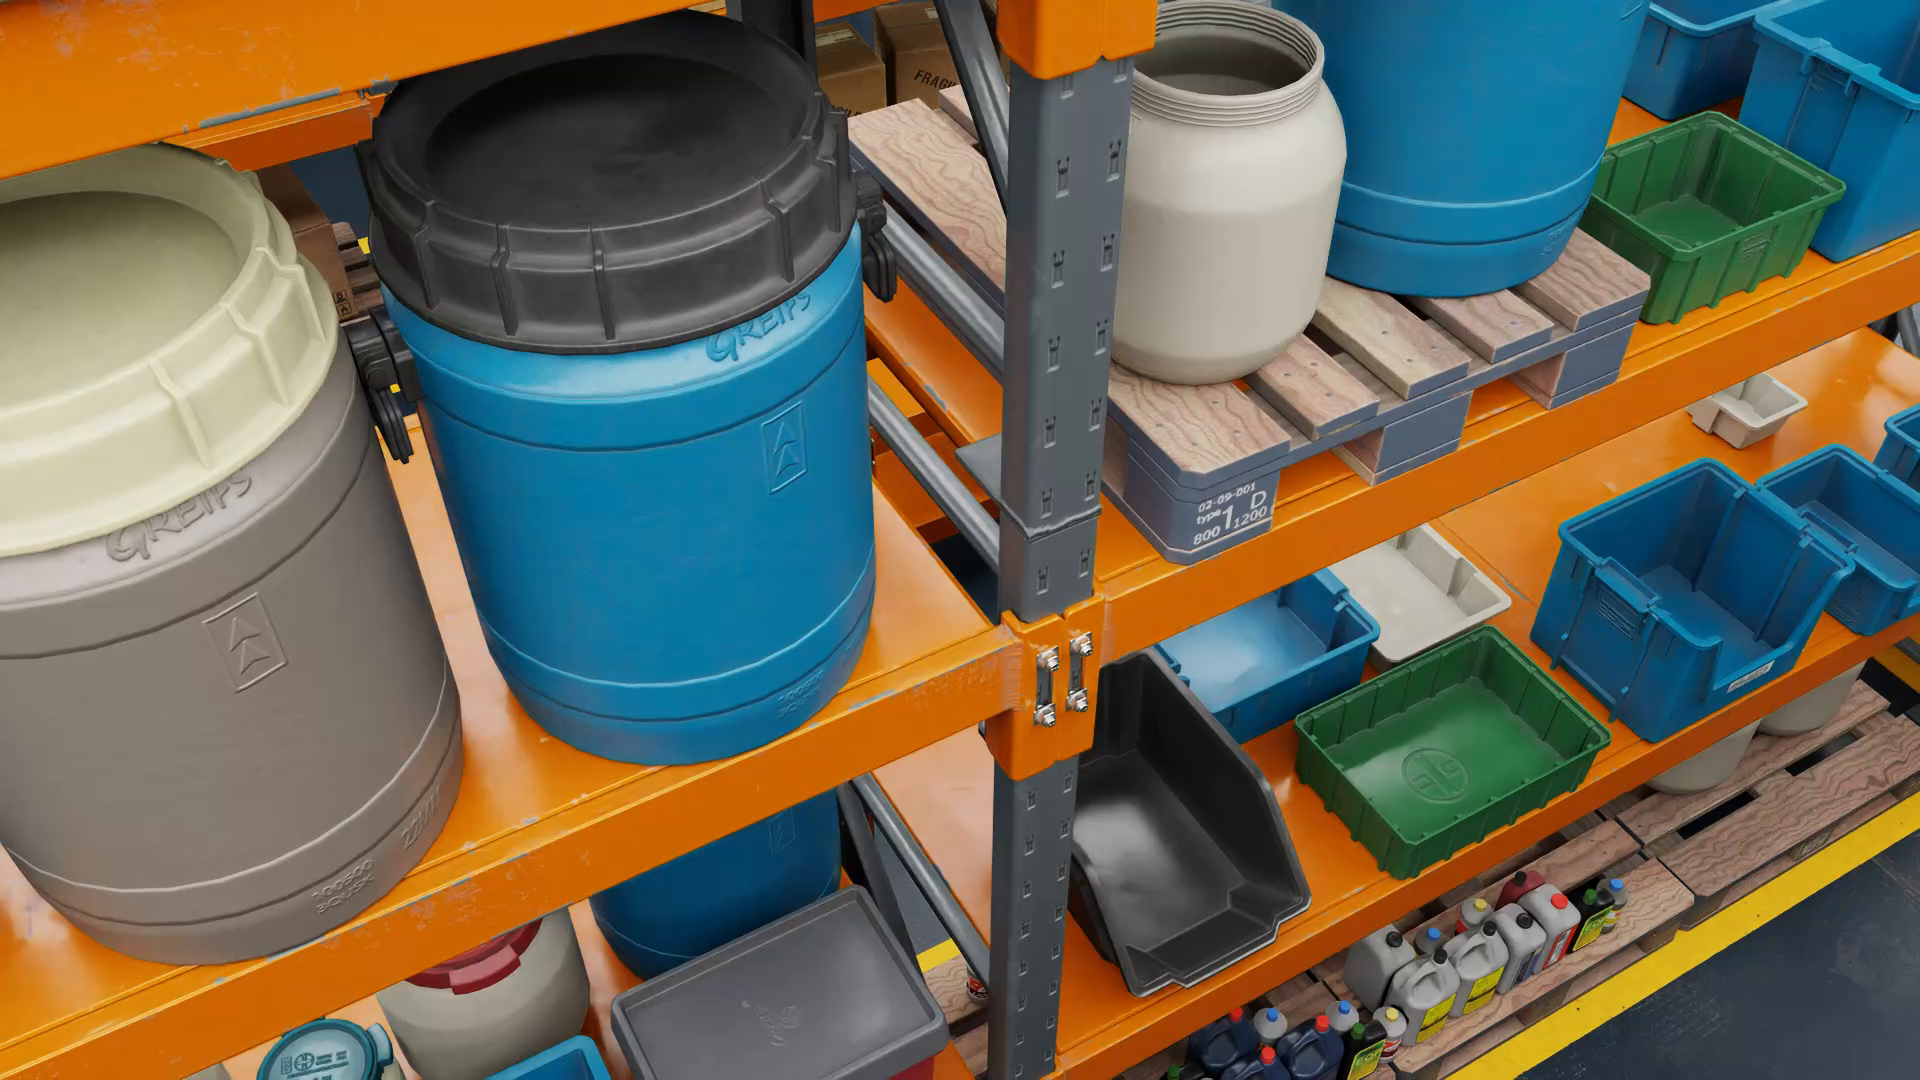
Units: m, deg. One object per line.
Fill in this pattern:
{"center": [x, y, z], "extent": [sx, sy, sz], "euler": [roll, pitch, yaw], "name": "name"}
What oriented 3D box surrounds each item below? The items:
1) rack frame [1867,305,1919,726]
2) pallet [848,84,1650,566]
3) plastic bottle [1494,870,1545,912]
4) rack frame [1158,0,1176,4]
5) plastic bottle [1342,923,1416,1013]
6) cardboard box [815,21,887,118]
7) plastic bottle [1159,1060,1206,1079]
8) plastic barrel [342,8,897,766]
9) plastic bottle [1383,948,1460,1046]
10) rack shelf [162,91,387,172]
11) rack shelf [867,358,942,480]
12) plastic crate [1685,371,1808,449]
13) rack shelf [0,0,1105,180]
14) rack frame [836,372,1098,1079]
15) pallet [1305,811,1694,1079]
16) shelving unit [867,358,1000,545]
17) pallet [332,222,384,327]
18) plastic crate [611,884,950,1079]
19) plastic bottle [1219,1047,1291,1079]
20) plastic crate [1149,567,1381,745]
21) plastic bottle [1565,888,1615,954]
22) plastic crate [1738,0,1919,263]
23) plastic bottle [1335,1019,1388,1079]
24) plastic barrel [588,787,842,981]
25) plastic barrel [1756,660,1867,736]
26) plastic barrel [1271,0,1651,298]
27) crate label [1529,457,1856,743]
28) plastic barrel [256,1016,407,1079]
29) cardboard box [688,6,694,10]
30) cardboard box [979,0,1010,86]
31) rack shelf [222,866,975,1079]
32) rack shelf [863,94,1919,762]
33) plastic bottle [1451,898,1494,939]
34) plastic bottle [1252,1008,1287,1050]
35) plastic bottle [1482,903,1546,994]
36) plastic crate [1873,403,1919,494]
{"center": [3.376, -0.630, 5.245], "extent": [0.127, 3.000, 1.000], "euler": [-22, 48, -21], "name": "rack frame"}
{"center": [0.485, -0.560, 3.155], "extent": [1.003, 0.211, 1.213], "euler": [-22, 48, -21], "name": "pallet"}
{"center": [1.716, 1.096, 5.102], "extent": [0.133, 0.283, 0.061], "euler": [-22, 48, -21], "name": "plastic bottle"}
{"center": [0.909, -3.621, 8.327], "extent": [0.127, 3.000, 1.000], "euler": [-22, 48, -21], "name": "rack frame"}
{"center": [1.251, 1.254, 4.944], "extent": [0.135, 0.276, 0.152], "euler": [-22, 48, -21], "name": "plastic bottle"}
{"center": [-0.695, -2.234, 8.392], "extent": [0.500, 0.500, 0.500], "euler": [-18, 47, -17], "name": "cardboard box"}
{"center": [0.616, 1.536, 4.648], "extent": [0.133, 0.283, 0.061], "euler": [-22, 48, -21], "name": "plastic bottle"}
{"center": [-0.425, -0.191, 2.279], "extent": [0.708, 0.901, 0.600], "euler": [-22, 48, -21], "name": "plastic barrel"}
{"center": [1.347, 1.308, 4.834], "extent": [0.185, 0.351, 0.144], "euler": [-22, 48, -21], "name": "plastic bottle"}
{"center": [-4.294, -1.281, 6.433], "extent": [4.000, 0.370, 1.077], "euler": [-22, 48, -21], "name": "rack shelf"}
{"center": [-0.006, -0.611, 6.152], "extent": [1.000, 0.278, 0.538], "euler": [-22, 48, -21], "name": "rack shelf"}
{"center": [2.440, -0.419, 5.217], "extent": [0.250, 0.136, 0.298], "euler": [-22, 48, -21], "name": "plastic crate"}
{"center": [-1.826, -0.299, 1.401], "extent": [4.000, 0.370, 1.077], "euler": [-22, 48, -21], "name": "rack shelf"}
{"center": [-0.092, 0.758, 3.815], "extent": [0.127, 3.000, 1.000], "euler": [-22, 48, -21], "name": "rack frame"}
{"center": [1.570, 1.125, 5.440], "extent": [1.213, 0.211, 1.003], "euler": [-22, 48, -21], "name": "pallet"}
{"center": [-0.006, -0.401, 6.356], "extent": [1.048, 1.125, 0.538], "euler": [-22, 48, -21], "name": "shelving unit"}
{"center": [-3.234, -0.961, 7.589], "extent": [1.213, 0.211, 1.003], "euler": [-22, 48, -21], "name": "pallet"}
{"center": [-0.360, 1.088, 3.429], "extent": [0.583, 0.464, 0.402], "euler": [-22, 48, -21], "name": "plastic crate"}
{"center": [0.814, 1.521, 4.615], "extent": [0.185, 0.351, 0.144], "euler": [-21, 48, -20], "name": "plastic bottle"}
{"center": [0.732, 0.263, 4.432], "extent": [0.616, 0.251, 0.499], "euler": [-22, 48, -21], "name": "plastic crate"}
{"center": [1.910, 1.140, 5.056], "extent": [0.133, 0.283, 0.061], "euler": [-21, 48, -20], "name": "plastic bottle"}
{"center": [1.873, -0.857, 3.337], "extent": [0.575, 0.384, 0.392], "euler": [-22, 48, -21], "name": "plastic crate"}
{"center": [1.142, 1.448, 4.739], "extent": [0.133, 0.283, 0.061], "euler": [-20, 48, -19], "name": "plastic bottle"}
{"center": [-0.578, 0.529, 3.691], "extent": [0.708, 0.901, 0.600], "euler": [-22, 48, -21], "name": "plastic barrel"}
{"center": [2.844, 0.387, 5.683], "extent": [0.421, 0.512, 0.421], "euler": [0, 44, 0], "name": "plastic barrel"}
{"center": [0.824, -0.930, 2.739], "extent": [0.708, 0.901, 0.600], "euler": [-22, 48, -21], "name": "plastic barrel"}
{"center": [1.915, 0.159, 4.407], "extent": [0.616, 0.435, 0.502], "euler": [-22, 48, -21], "name": "crate label"}
{"center": [-1.316, 1.174, 3.486], "extent": [0.301, 0.262, 0.301], "euler": [0, 44, 0], "name": "plastic barrel"}
{"center": [-1.348, -2.373, 7.221], "extent": [0.250, 0.149, 0.380], "euler": [-22, 48, -21], "name": "cardboard box"}
{"center": [0.359, -2.668, 8.839], "extent": [0.500, 0.500, 0.500], "euler": [-14, 46, -14], "name": "cardboard box"}
{"center": [-1.826, 1.710, 3.351], "extent": [4.000, 0.370, 1.077], "euler": [-22, 48, -21], "name": "rack shelf"}
{"center": [1.642, -0.754, 3.736], "extent": [4.000, 0.370, 1.077], "euler": [-22, 48, -21], "name": "rack shelf"}
{"center": [1.571, 1.169, 5.086], "extent": [0.097, 0.201, 0.097], "euler": [0, 44, 0], "name": "plastic bottle"}
{"center": [0.880, 1.426, 4.770], "extent": [0.097, 0.271, 0.097], "euler": [0, 44, 0], "name": "plastic bottle"}
{"center": [1.650, 1.211, 4.989], "extent": [0.135, 0.276, 0.152], "euler": [-23, 49, -22], "name": "plastic bottle"}
{"center": [3.091, -0.222, 4.932], "extent": [0.616, 0.251, 0.499], "euler": [-22, 48, -21], "name": "plastic crate"}
